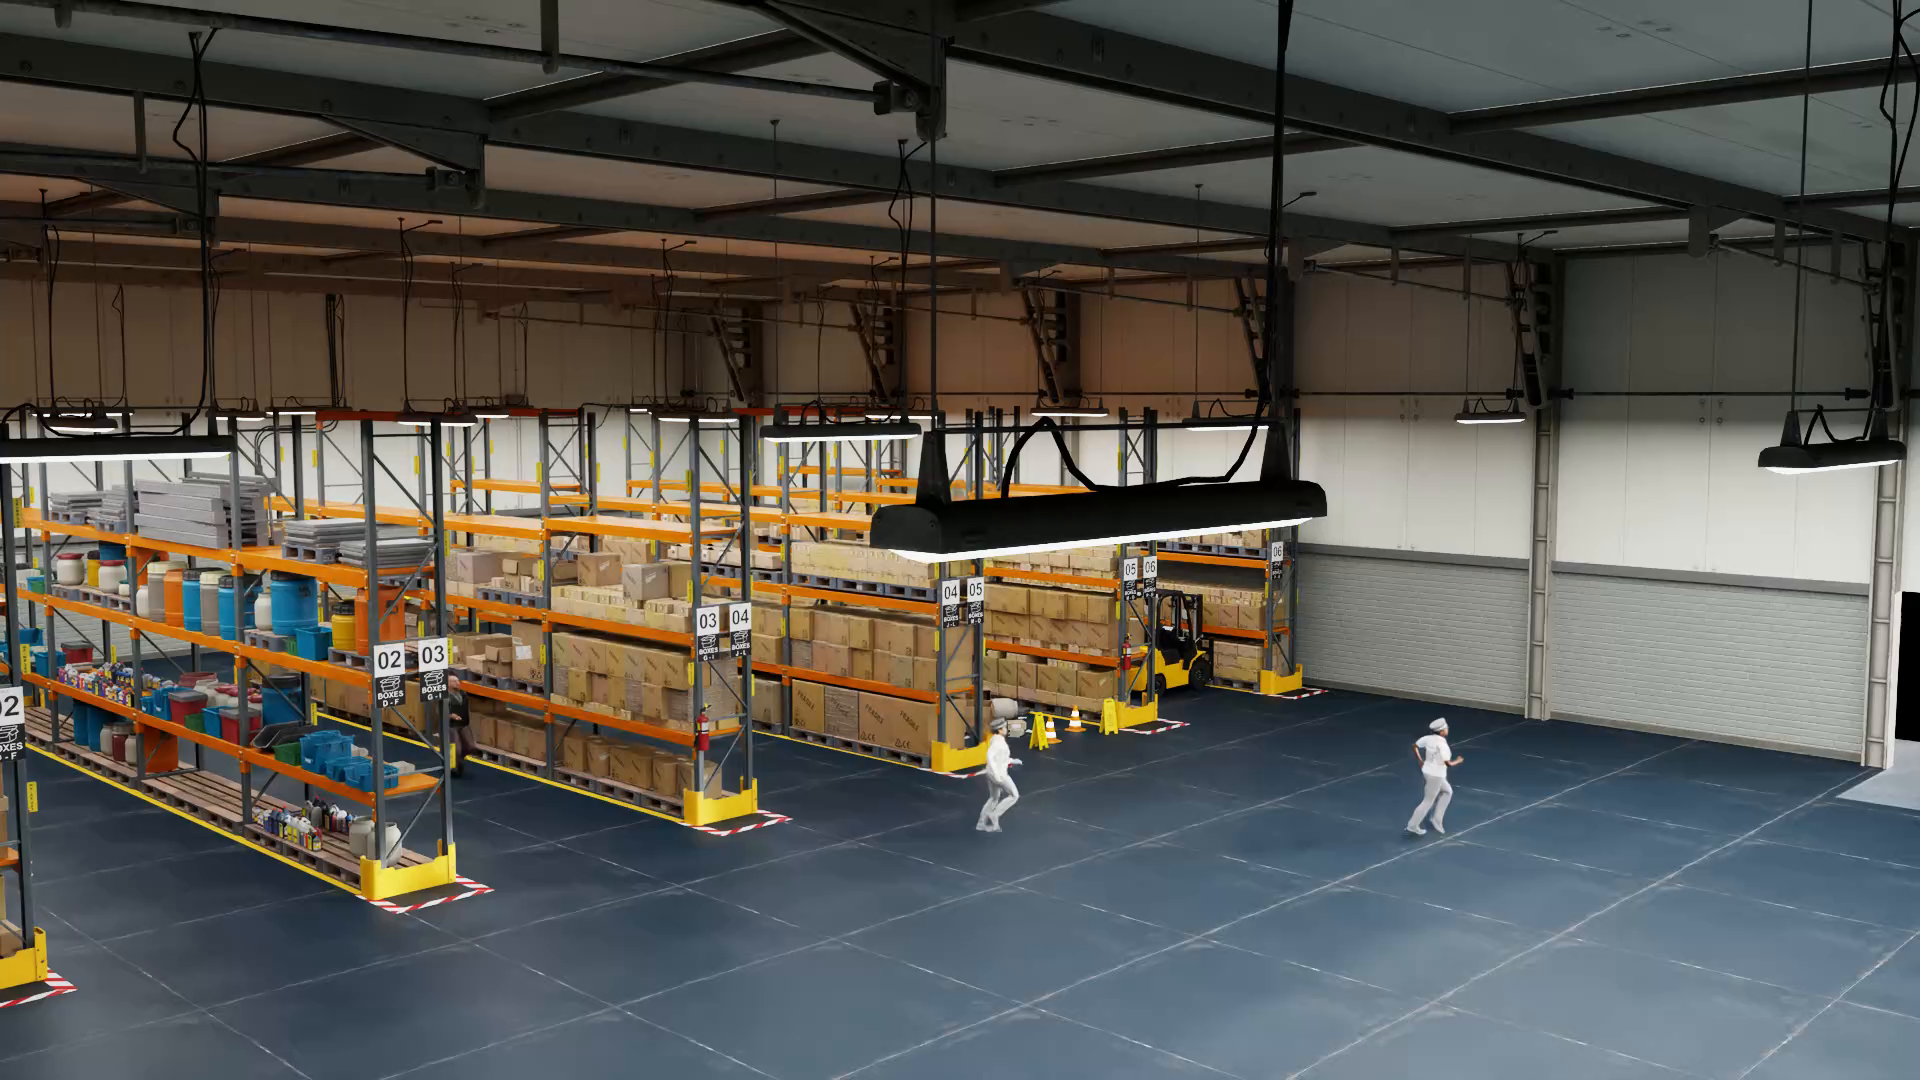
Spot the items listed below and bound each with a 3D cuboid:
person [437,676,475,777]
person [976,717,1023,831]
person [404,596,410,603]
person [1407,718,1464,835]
[{"bbox_3d":[-8.235,3.068,27.328,0.583,1.673,0.651,4,7,40],"label":"person"},{"bbox_3d":[0.583,3.371,23.936,0.692,1.647,0.583,-1,5,-12],"label":"person"},{"bbox_3d":[-12.806,2.115,38.173,0.817,1.751,0.732,0,5,-3],"label":"person"},{"bbox_3d":[6.771,3.382,23.779,0.862,1.709,0.582,-1,5,-7],"label":"person"}]
